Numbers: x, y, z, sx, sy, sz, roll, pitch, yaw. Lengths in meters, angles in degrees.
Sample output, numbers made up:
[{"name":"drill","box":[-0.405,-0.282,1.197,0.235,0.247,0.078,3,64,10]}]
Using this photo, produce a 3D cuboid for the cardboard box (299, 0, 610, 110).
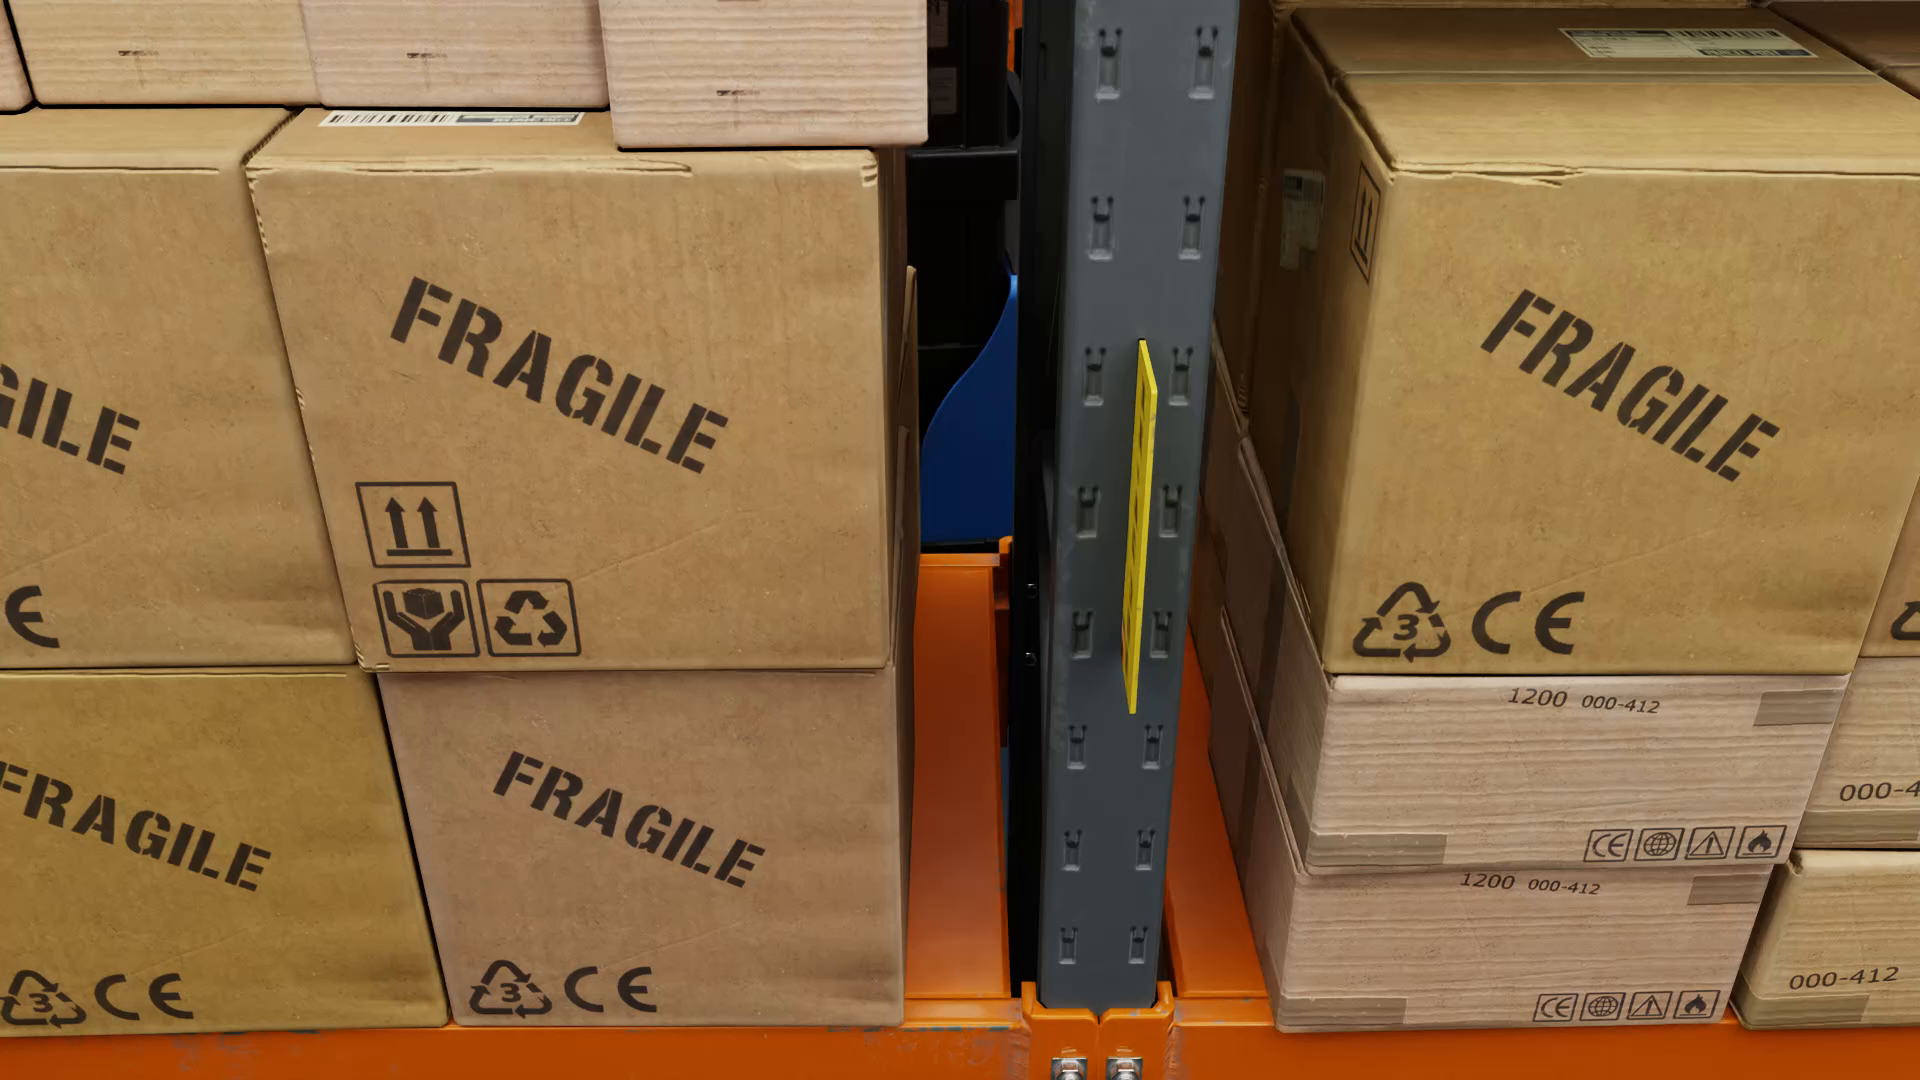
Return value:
[{"name":"cardboard box","box":[-0.420,-0.527,1.541,0.250,0.149,0.380,1,31,1]}]

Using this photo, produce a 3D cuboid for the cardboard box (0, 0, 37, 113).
[{"name":"cardboard box","box":[-0.922,-0.521,1.532,0.250,0.149,0.380,0,31,-1]}]

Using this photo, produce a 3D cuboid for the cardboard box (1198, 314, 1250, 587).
[{"name":"cardboard box","box":[0.590,-0.167,2.296,0.500,0.250,0.500,0,31,0]}]

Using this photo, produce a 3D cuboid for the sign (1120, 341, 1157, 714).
[{"name":"sign","box":[0.155,-0.006,1.457,0.005,0.325,0.100,0,31,0]}]

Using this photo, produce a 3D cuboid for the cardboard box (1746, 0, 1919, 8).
[{"name":"cardboard box","box":[1.113,-0.497,2.118,0.500,0.500,0.500,0,31,1]}]

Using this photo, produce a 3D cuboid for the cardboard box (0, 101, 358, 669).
[{"name":"cardboard box","box":[-0.827,-0.218,1.658,0.500,0.500,0.500,-1,31,-1]}]

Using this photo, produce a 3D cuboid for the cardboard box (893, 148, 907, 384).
[{"name":"cardboard box","box":[-0.327,-0.484,2.096,0.500,0.500,0.500,0,31,0]}]

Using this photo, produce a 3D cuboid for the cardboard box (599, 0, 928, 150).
[{"name":"cardboard box","box":[-0.156,-0.472,1.450,0.250,0.149,0.380,-1,31,-1]}]

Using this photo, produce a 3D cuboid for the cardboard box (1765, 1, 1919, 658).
[{"name":"cardboard box","box":[1.101,-0.228,1.675,0.500,0.500,0.500,0,31,-1]}]

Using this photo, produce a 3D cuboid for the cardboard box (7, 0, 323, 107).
[{"name":"cardboard box","box":[-0.669,-0.531,1.548,0.250,0.149,0.380,0,31,0]}]

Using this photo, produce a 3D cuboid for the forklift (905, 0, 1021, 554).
[{"name":"forklift","box":[-0.630,-1.217,4.430,3.031,2.935,1.130,-3,31,-5]}]

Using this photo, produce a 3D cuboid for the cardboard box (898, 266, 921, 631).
[{"name":"cardboard box","box":[-0.320,-0.067,2.373,0.500,0.500,0.500,1,31,1]}]

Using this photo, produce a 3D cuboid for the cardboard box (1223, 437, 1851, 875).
[{"name":"cardboard box","box":[0.592,0.105,1.847,0.500,0.250,0.500,-1,31,-2]}]

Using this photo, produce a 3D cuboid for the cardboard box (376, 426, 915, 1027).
[{"name":"cardboard box","box":[-0.312,0.201,1.930,0.500,0.500,0.500,0,31,0]}]

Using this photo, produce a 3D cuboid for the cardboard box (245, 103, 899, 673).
[{"name":"cardboard box","box":[-0.320,-0.216,1.653,0.500,0.500,0.500,0,31,-1]}]

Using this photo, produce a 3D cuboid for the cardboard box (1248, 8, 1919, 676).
[{"name":"cardboard box","box":[0.592,-0.213,1.648,0.500,0.500,0.500,0,31,0]}]

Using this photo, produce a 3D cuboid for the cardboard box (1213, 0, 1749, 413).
[{"name":"cardboard box","box":[0.596,-0.492,2.109,0.500,0.500,0.500,1,31,1]}]

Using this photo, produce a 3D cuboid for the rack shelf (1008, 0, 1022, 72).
[{"name":"rack shelf","box":[2.117,-2.163,6.618,4.000,0.370,1.077,0,31,0]}]

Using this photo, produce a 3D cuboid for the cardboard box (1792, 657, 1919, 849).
[{"name":"cardboard box","box":[1.113,0.089,1.874,0.500,0.250,0.500,0,31,0]}]

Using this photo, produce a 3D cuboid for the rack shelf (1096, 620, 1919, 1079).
[{"name":"rack shelf","box":[2.150,0.411,2.374,4.000,0.370,1.077,0,31,0]}]

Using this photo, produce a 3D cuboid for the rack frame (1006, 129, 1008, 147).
[{"name":"rack frame","box":[0.117,-2.465,6.421,0.127,3.000,1.000,0,31,0]}]

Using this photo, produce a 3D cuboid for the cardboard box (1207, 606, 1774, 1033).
[{"name":"cardboard box","box":[0.592,0.310,1.993,0.500,0.250,0.500,-1,31,-1]}]

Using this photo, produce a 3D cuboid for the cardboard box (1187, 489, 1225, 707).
[{"name":"cardboard box","box":[0.598,0.042,2.434,0.500,0.250,0.500,-1,31,-1]}]

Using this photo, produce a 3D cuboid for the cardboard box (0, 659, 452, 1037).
[{"name":"cardboard box","box":[-0.826,0.206,1.923,0.500,0.500,0.500,-1,31,-2]}]

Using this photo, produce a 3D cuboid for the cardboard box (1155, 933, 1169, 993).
[{"name":"cardboard box","box":[0.770,0.795,2.691,0.875,0.875,0.875,1,31,1]}]

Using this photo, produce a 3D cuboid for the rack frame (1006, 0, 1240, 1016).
[{"name":"rack frame","box":[0.150,0.108,2.180,0.053,2.616,0.949,0,31,0]}]

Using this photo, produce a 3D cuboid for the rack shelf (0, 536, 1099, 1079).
[{"name":"rack shelf","box":[-1.849,0.424,2.353,4.000,0.370,1.077,0,31,0]}]

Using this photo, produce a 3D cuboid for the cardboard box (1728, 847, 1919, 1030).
[{"name":"cardboard box","box":[1.110,0.307,1.996,0.500,0.250,0.500,-1,31,-2]}]
